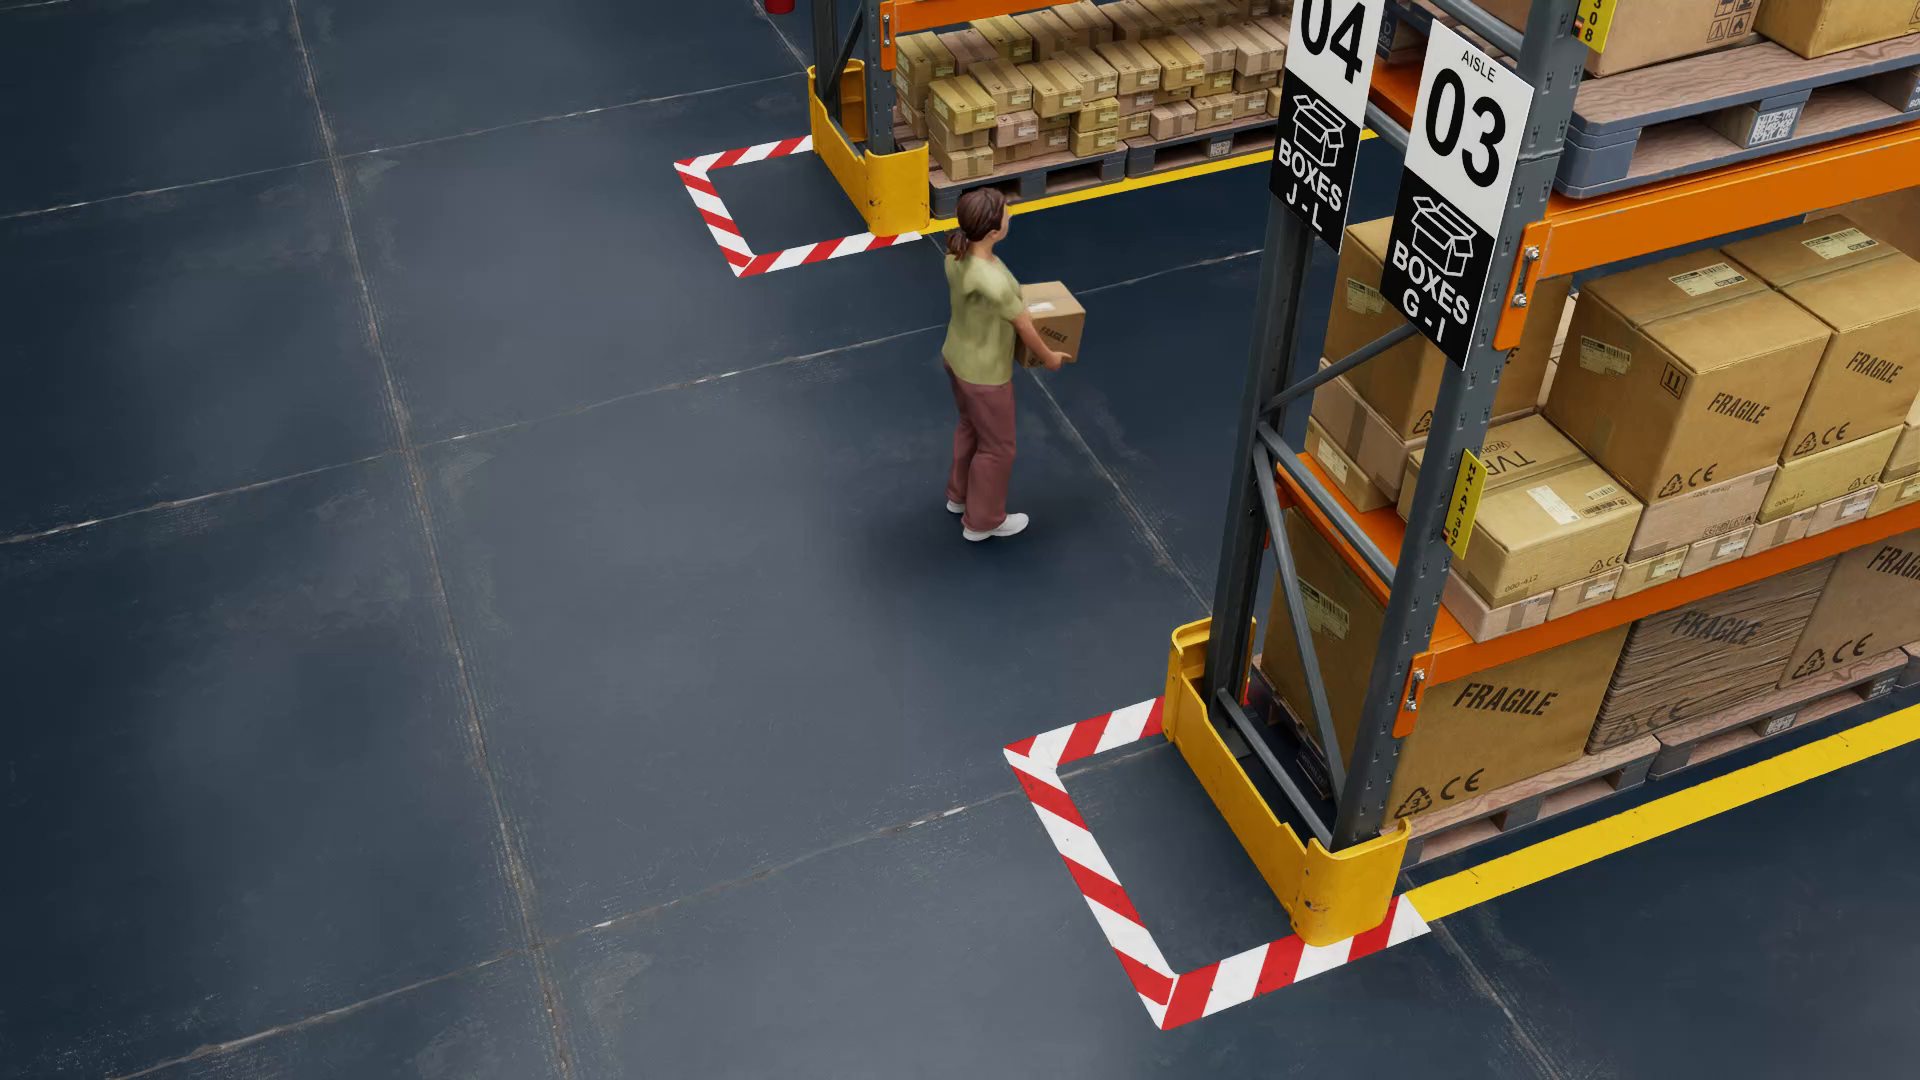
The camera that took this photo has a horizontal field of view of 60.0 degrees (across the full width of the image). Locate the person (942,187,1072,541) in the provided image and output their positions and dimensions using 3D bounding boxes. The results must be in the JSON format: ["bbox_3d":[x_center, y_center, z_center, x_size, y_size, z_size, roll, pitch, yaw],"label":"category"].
[{"bbox_3d":[0.174,-0.750,7.005,0.514,1.669,0.406,-16,44,-17],"label":"person"}]
